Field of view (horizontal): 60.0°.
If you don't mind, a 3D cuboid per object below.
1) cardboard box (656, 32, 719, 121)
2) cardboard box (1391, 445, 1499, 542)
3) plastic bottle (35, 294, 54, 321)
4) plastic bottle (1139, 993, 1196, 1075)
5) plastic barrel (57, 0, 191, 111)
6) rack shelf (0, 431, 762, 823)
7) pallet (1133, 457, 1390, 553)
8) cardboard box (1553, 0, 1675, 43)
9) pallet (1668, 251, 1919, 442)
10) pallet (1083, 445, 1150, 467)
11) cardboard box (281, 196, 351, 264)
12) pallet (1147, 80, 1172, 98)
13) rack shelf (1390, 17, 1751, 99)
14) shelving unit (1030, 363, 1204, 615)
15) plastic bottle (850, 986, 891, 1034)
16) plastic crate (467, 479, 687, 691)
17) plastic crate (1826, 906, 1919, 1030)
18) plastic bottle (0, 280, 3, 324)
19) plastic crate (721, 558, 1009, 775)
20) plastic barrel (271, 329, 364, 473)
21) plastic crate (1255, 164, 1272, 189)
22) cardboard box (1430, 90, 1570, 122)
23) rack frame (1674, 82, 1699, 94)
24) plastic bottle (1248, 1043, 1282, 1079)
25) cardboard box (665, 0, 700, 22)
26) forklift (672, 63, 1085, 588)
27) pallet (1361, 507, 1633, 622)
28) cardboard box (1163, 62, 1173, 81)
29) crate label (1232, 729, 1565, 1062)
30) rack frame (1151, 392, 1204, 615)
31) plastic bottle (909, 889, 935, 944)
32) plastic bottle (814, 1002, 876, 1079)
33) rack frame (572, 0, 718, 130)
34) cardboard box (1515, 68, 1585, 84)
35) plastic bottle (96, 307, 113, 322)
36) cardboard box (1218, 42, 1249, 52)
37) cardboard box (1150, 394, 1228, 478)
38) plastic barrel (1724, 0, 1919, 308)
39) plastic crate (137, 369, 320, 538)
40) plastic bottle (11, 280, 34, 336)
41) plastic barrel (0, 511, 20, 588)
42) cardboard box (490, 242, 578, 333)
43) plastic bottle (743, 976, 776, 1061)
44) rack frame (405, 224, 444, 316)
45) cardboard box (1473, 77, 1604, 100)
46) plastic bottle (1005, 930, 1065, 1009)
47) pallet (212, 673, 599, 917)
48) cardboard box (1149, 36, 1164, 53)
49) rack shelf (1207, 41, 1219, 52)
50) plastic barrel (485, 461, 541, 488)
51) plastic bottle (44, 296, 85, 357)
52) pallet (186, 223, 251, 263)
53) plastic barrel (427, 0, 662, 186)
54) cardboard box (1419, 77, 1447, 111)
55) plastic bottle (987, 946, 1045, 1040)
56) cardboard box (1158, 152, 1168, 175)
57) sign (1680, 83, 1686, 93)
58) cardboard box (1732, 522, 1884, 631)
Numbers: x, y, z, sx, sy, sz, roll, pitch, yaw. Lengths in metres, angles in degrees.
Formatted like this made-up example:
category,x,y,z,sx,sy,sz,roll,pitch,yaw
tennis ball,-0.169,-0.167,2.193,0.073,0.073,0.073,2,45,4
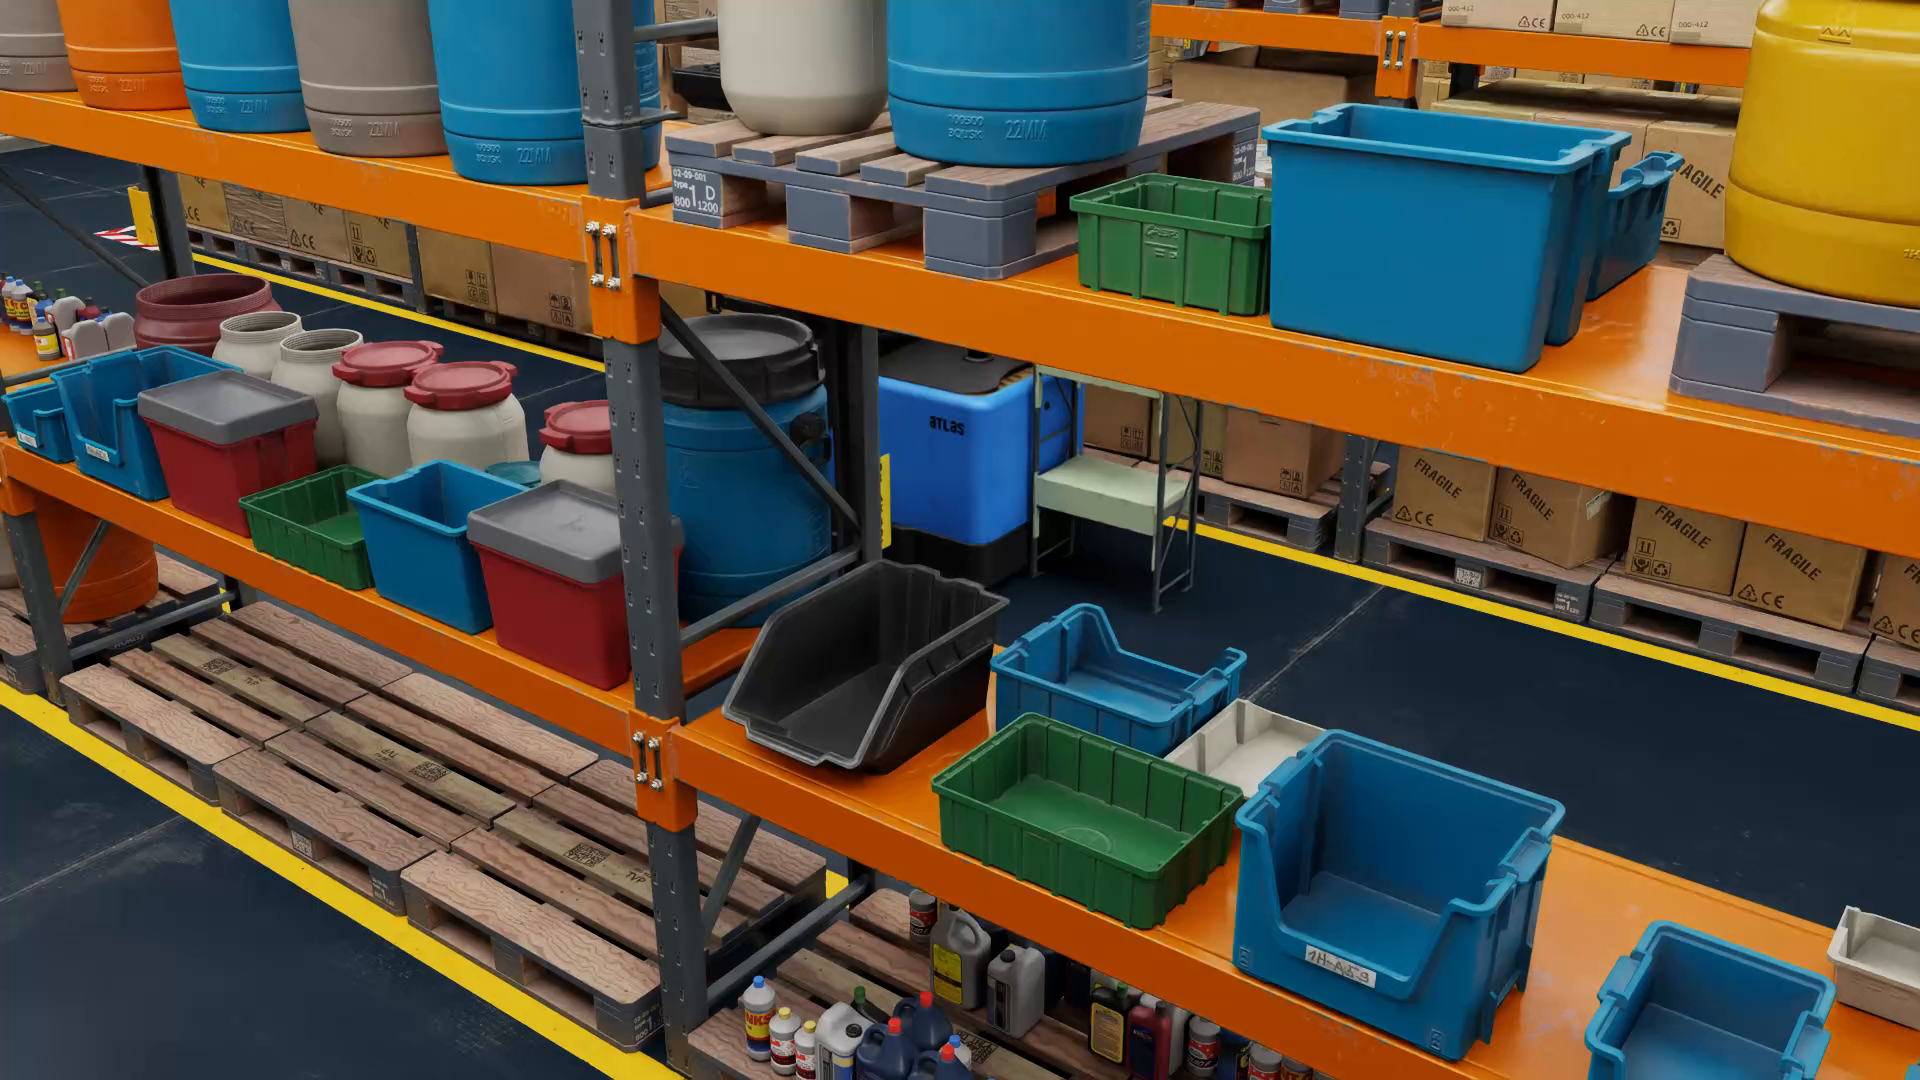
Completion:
category,x,y,z,sx,sy,sz,roll,pitch,yaw
cardboard box,-1.926,-3.226,11.484,0.637,0.503,0.797,18,29,34
cardboard box,2.666,-0.352,8.909,0.500,0.500,0.500,16,28,32
plastic bottle,-4.437,-1.062,8.100,0.097,0.271,0.097,0,24,0
plastic bottle,0.627,1.457,5.055,0.135,0.276,0.152,17,29,34
plastic barrel,-2.751,-1.925,5.647,0.708,0.830,0.600,17,29,33
rack shelf,-2.201,0.030,6.354,4.000,0.370,1.077,17,29,33
pallet,1.746,-0.326,9.727,1.213,0.211,1.003,17,29,33
cardboard box,3.003,-2.400,7.443,0.500,0.250,0.500,17,29,33
pallet,1.997,-0.366,2.875,1.213,0.211,1.003,17,29,33
pallet,0.765,-0.620,10.396,1.213,0.211,1.003,17,29,33
cardboard box,-5.232,-2.971,14.388,0.875,0.875,0.875,17,29,33
pallet,1.590,-4.007,14.862,1.003,0.211,1.213,17,29,33
rack shelf,3.970,-1.974,7.181,4.000,0.370,1.077,17,29,33
shelving unit,0.792,-0.461,8.437,0.755,1.500,0.431,16,28,32
plastic bottle,-0.270,1.479,4.996,0.133,0.283,0.061,17,29,33
plastic crate,-1.172,0.137,5.140,0.583,0.464,0.402,17,29,33
plastic crate,2.077,0.952,3.696,0.250,0.136,0.298,17,29,33
plastic bottle,-4.954,-1.249,8.525,0.097,0.271,0.097,0,24,0
plastic crate,-0.258,0.380,4.744,0.504,0.338,0.767,17,29,33
plastic barrel,-2.513,-0.553,6.645,0.421,0.512,0.421,0,24,0
plastic crate,0.926,-0.810,3.975,0.396,0.136,0.243,17,29,33
cardboard box,2.577,-1.862,8.024,0.500,0.500,0.500,17,29,33
rack frame,5.425,-2.990,12.315,0.127,3.000,1.000,17,29,33
plastic bottle,0.903,1.561,4.913,0.097,0.201,0.097,0,24,0
cardboard box,-2.744,-5.511,17.544,0.500,0.500,0.500,16,28,32
forklift,-0.811,-1.538,9.105,3.031,2.935,1.130,16,28,32
pallet,2.928,0.013,8.958,1.213,0.211,1.003,17,29,33
cardboard box,1.988,-4.207,14.870,0.250,0.149,0.380,16,29,33
crate label,0.965,0.777,3.721,0.616,0.435,0.502,17,29,33
rack frame,1.090,-0.376,8.242,0.023,1.500,0.400,16,28,32
plastic bottle,-0.124,1.251,5.616,0.097,0.201,0.097,0,24,0
plastic bottle,-0.334,1.517,4.919,0.135,0.276,0.152,18,30,35
rack frame,-0.601,-2.561,3.902,0.127,3.000,1.000,17,29,33
cardboard box,4.612,-3.735,12.642,0.500,0.500,0.700,16,29,32
plastic bottle,-4.030,-0.970,7.891,0.097,0.271,0.097,0,24,0
cardboard box,2.578,-4.348,14.035,0.500,0.500,0.700,17,29,33
cardboard box,1.521,-0.748,9.782,0.500,0.500,0.700,17,29,33
plastic barrel,1.612,-0.734,2.722,0.600,0.588,0.600,0,24,0
plastic crate,-2.692,-0.323,6.183,0.583,0.464,0.402,17,29,33
plastic bottle,-4.692,-1.170,8.345,0.097,0.271,0.097,0,24,0
plastic barrel,-4.709,-0.057,8.224,0.421,0.512,0.421,0,24,0
cardboard box,-2.792,-2.204,12.647,0.875,0.875,1.225,16,28,32
plastic bottle,-0.609,1.450,5.077,0.097,0.271,0.097,0,24,0
rack frame,-4.032,-3.348,13.129,0.127,3.000,1.000,17,29,33
cardboard box,2.895,-2.033,8.411,0.500,0.500,0.500,17,29,33
plastic bottle,0.241,1.304,5.309,0.185,0.351,0.144,15,28,31
pallet,-2.233,0.988,6.746,1.213,0.211,1.003,17,29,33
cardboard box,1.557,-4.277,14.290,0.250,0.149,0.380,16,28,31
rack shelf,3.512,-5.733,19.433,4.000,0.370,1.077,17,29,33
plastic barrel,-1.568,-0.122,5.978,0.301,0.262,0.301,0,24,0
plastic bottle,-4.324,-1.047,8.060,0.135,0.276,0.152,17,29,33
pallet,-6.546,-2.871,15.505,1.213,0.211,1.003,17,29,33
plastic barrel,-1.138,-1.471,4.526,0.708,0.901,0.600,17,29,33
cardboard box,3.631,-3.442,13.217,0.500,0.500,0.500,16,29,33
plastic bottle,0.172,1.392,5.202,0.135,0.276,0.152,17,29,33
cardboard box,0.927,-2.043,9.517,0.637,0.503,0.797,20,31,38
sign,5.108,-3.306,11.695,0.005,0.325,0.100,17,29,33
cardboard box,4.092,0.058,7.978,0.500,0.500,0.500,20,31,38
